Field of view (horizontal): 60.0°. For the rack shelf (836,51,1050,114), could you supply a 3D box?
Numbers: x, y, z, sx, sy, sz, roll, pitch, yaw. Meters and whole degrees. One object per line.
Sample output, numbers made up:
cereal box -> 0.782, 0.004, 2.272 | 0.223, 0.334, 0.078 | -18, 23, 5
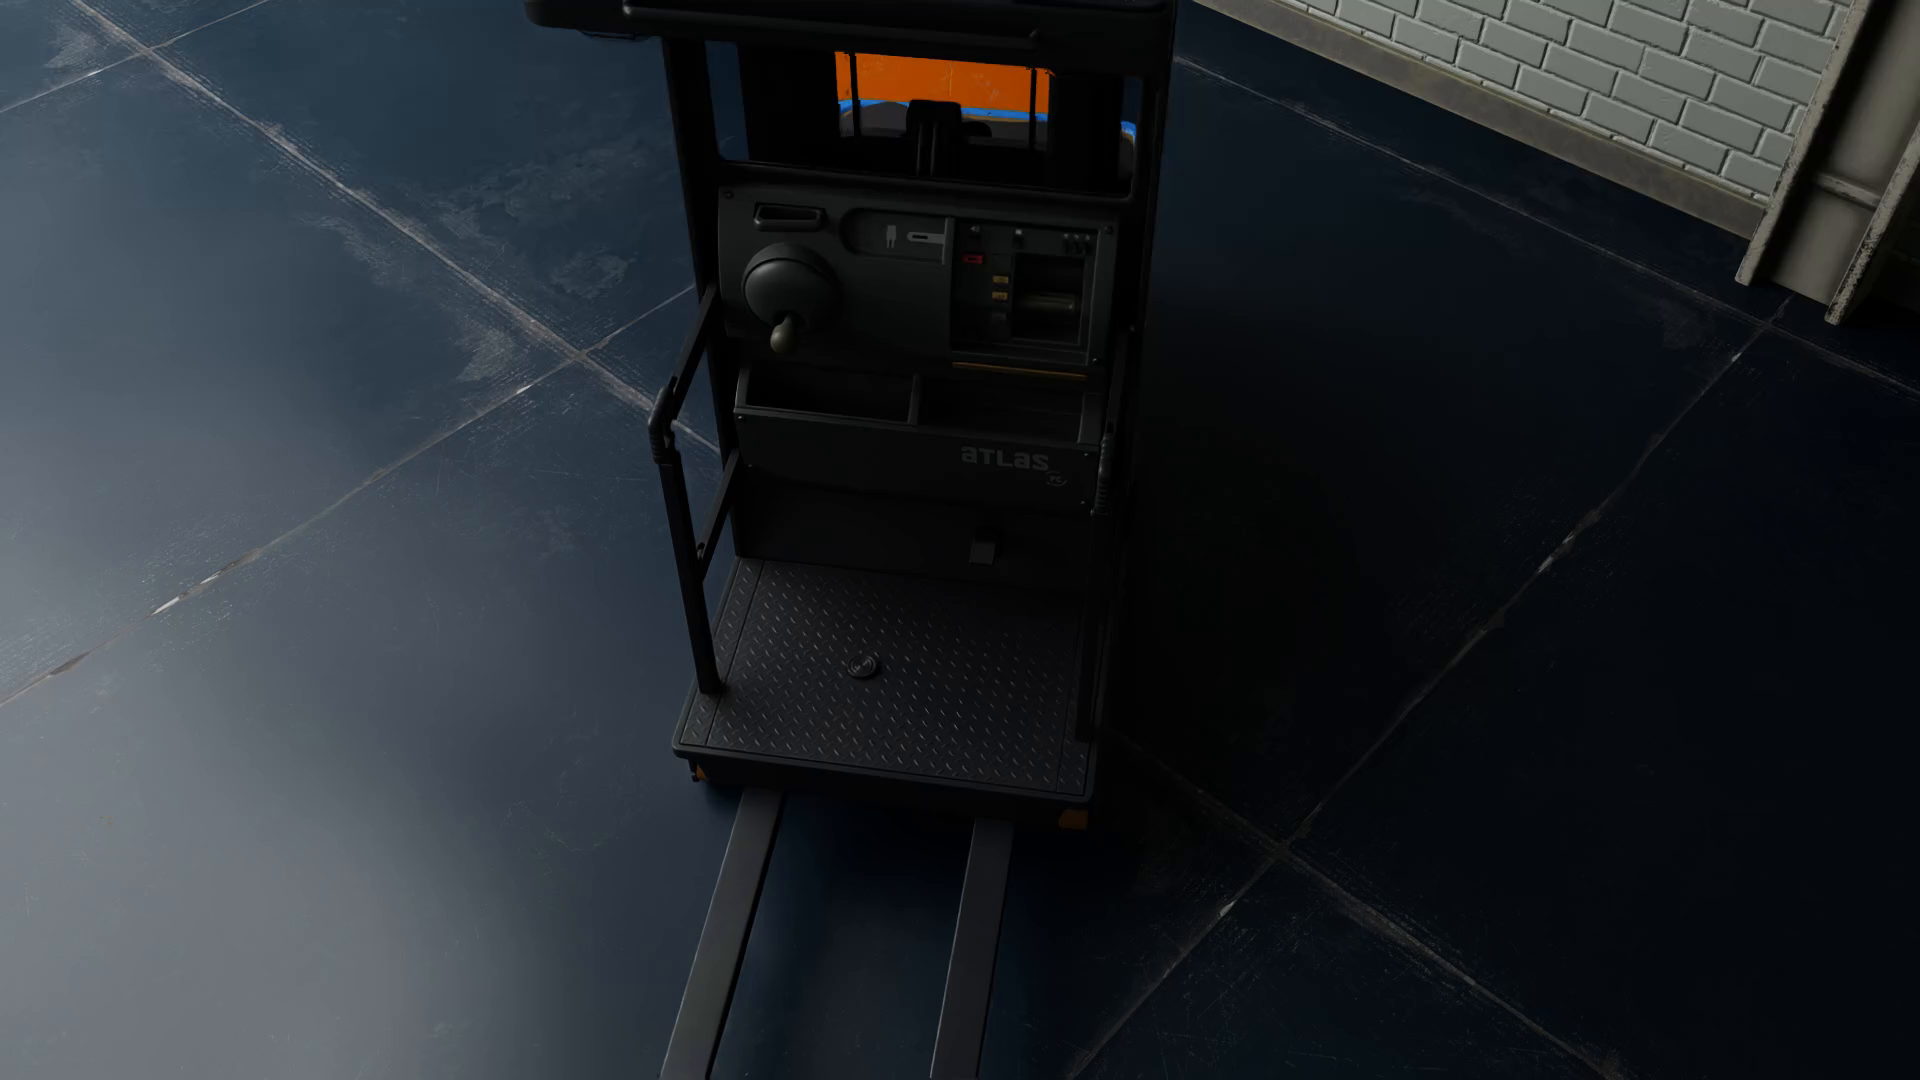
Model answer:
rack shelf -> -0.027, -1.403, 5.390 | 1.000, 0.278, 0.538 | 2, 46, 2

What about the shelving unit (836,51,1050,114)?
shelving unit -> -0.027, -1.200, 5.601 | 1.048, 1.125, 0.538 | 2, 46, 2

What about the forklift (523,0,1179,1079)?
forklift -> -0.134, -0.506, 3.715 | 1.130, 2.935, 3.031 | 6, 47, 6

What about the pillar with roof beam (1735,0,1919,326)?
pillar with roof beam -> 0.195, -1.721, 0.693 | 0.400, 9.000, 9.100 | 34, 55, 28
